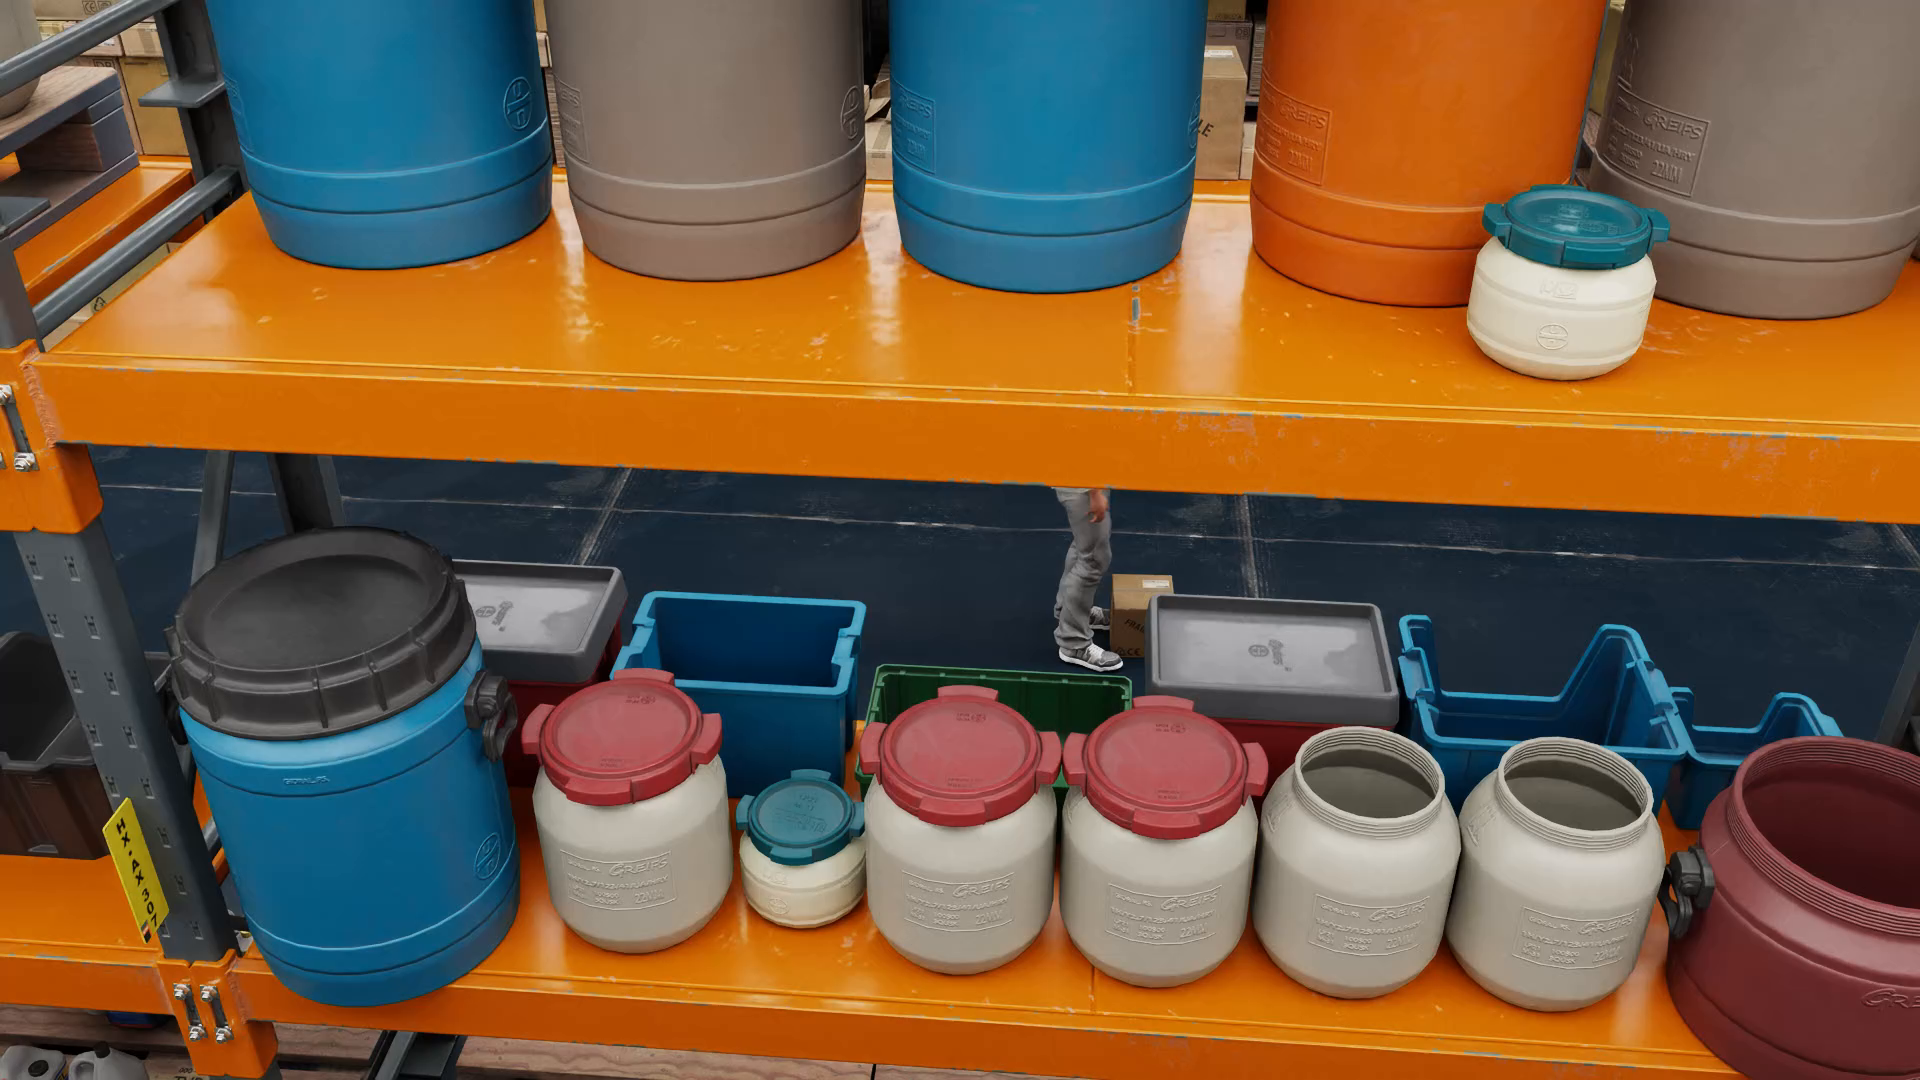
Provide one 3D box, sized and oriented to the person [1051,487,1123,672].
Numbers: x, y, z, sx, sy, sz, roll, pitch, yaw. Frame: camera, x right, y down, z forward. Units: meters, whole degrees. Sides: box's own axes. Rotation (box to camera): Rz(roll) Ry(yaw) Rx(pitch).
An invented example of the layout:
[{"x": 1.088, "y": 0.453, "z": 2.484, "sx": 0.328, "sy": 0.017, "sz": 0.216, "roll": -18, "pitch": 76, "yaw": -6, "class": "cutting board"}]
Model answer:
[{"x": 0.515, "y": -0.255, "z": 6.549, "sx": 0.345, "sy": 1.592, "sz": 0.460, "roll": 3, "pitch": 32, "yaw": 4, "class": "person"}]
